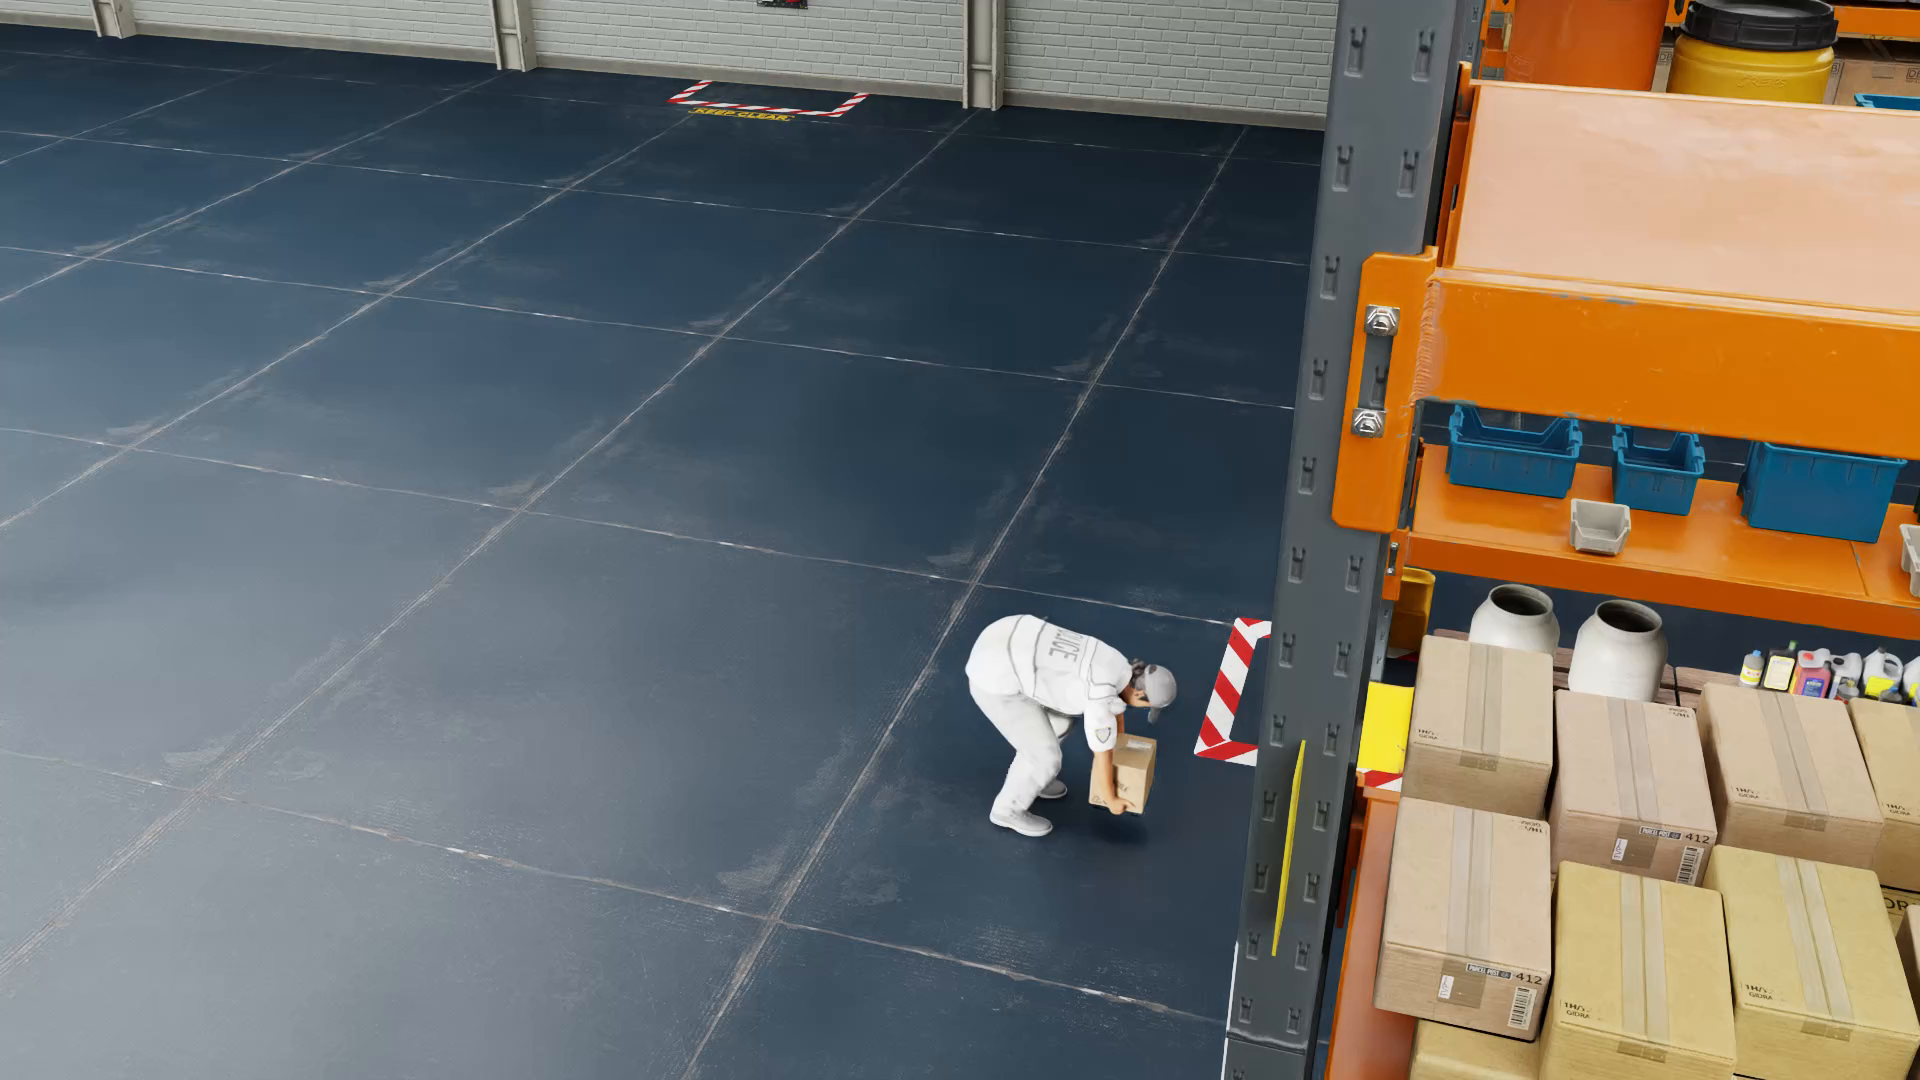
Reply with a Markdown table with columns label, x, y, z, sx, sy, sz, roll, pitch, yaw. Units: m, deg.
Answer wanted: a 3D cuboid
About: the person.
| label | x | y | z | sx | sy | sz | roll | pitch | yaw |
| --- | --- | --- | --- | --- | --- | --- | --- | --- | --- |
| person | 0.504 | 0.860 | 7.637 | 0.950 | 1.014 | 0.495 | 7 | 30 | 13 |
